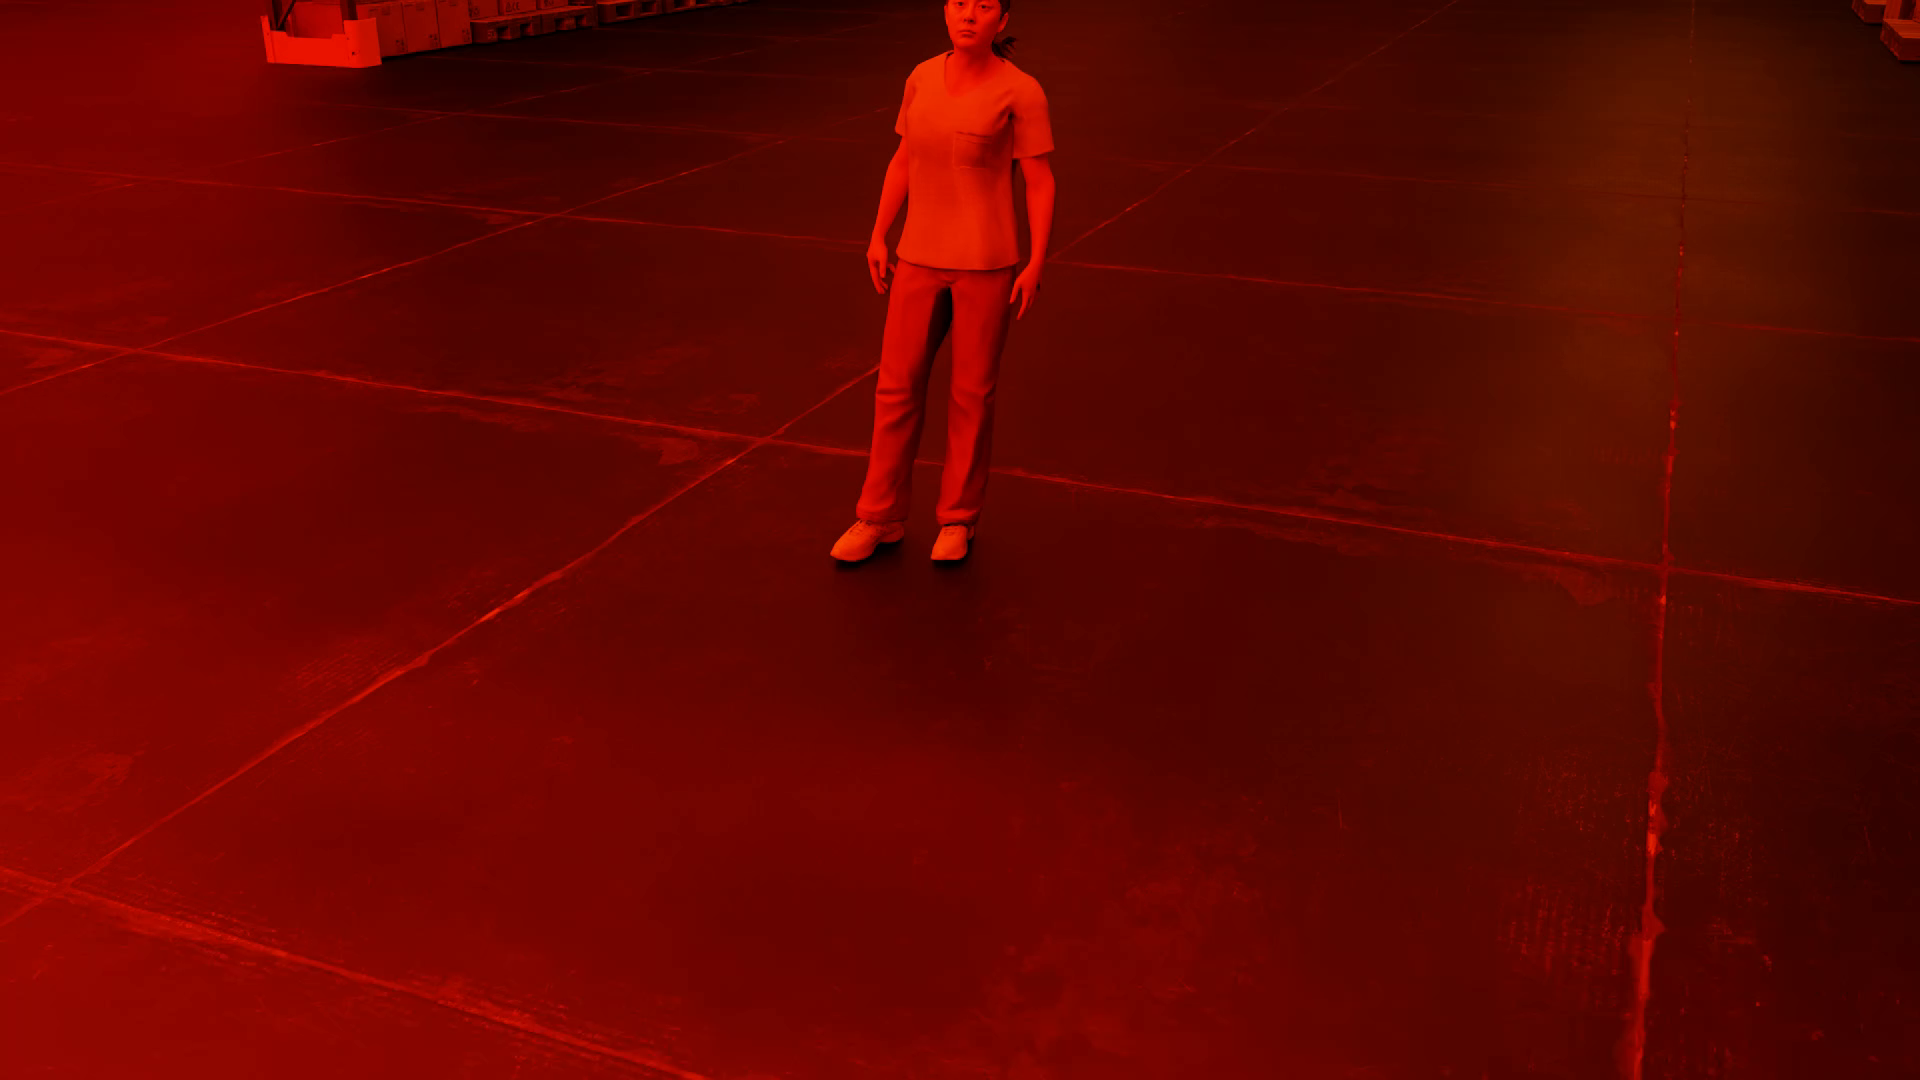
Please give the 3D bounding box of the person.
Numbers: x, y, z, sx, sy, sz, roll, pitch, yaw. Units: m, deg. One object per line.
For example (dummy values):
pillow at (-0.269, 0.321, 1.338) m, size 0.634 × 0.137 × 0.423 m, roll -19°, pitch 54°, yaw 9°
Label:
person at (-0.039, -0.755, 4.708) m, size 0.553 × 1.675 × 0.549 m, roll 9°, pitch 24°, yaw 21°
